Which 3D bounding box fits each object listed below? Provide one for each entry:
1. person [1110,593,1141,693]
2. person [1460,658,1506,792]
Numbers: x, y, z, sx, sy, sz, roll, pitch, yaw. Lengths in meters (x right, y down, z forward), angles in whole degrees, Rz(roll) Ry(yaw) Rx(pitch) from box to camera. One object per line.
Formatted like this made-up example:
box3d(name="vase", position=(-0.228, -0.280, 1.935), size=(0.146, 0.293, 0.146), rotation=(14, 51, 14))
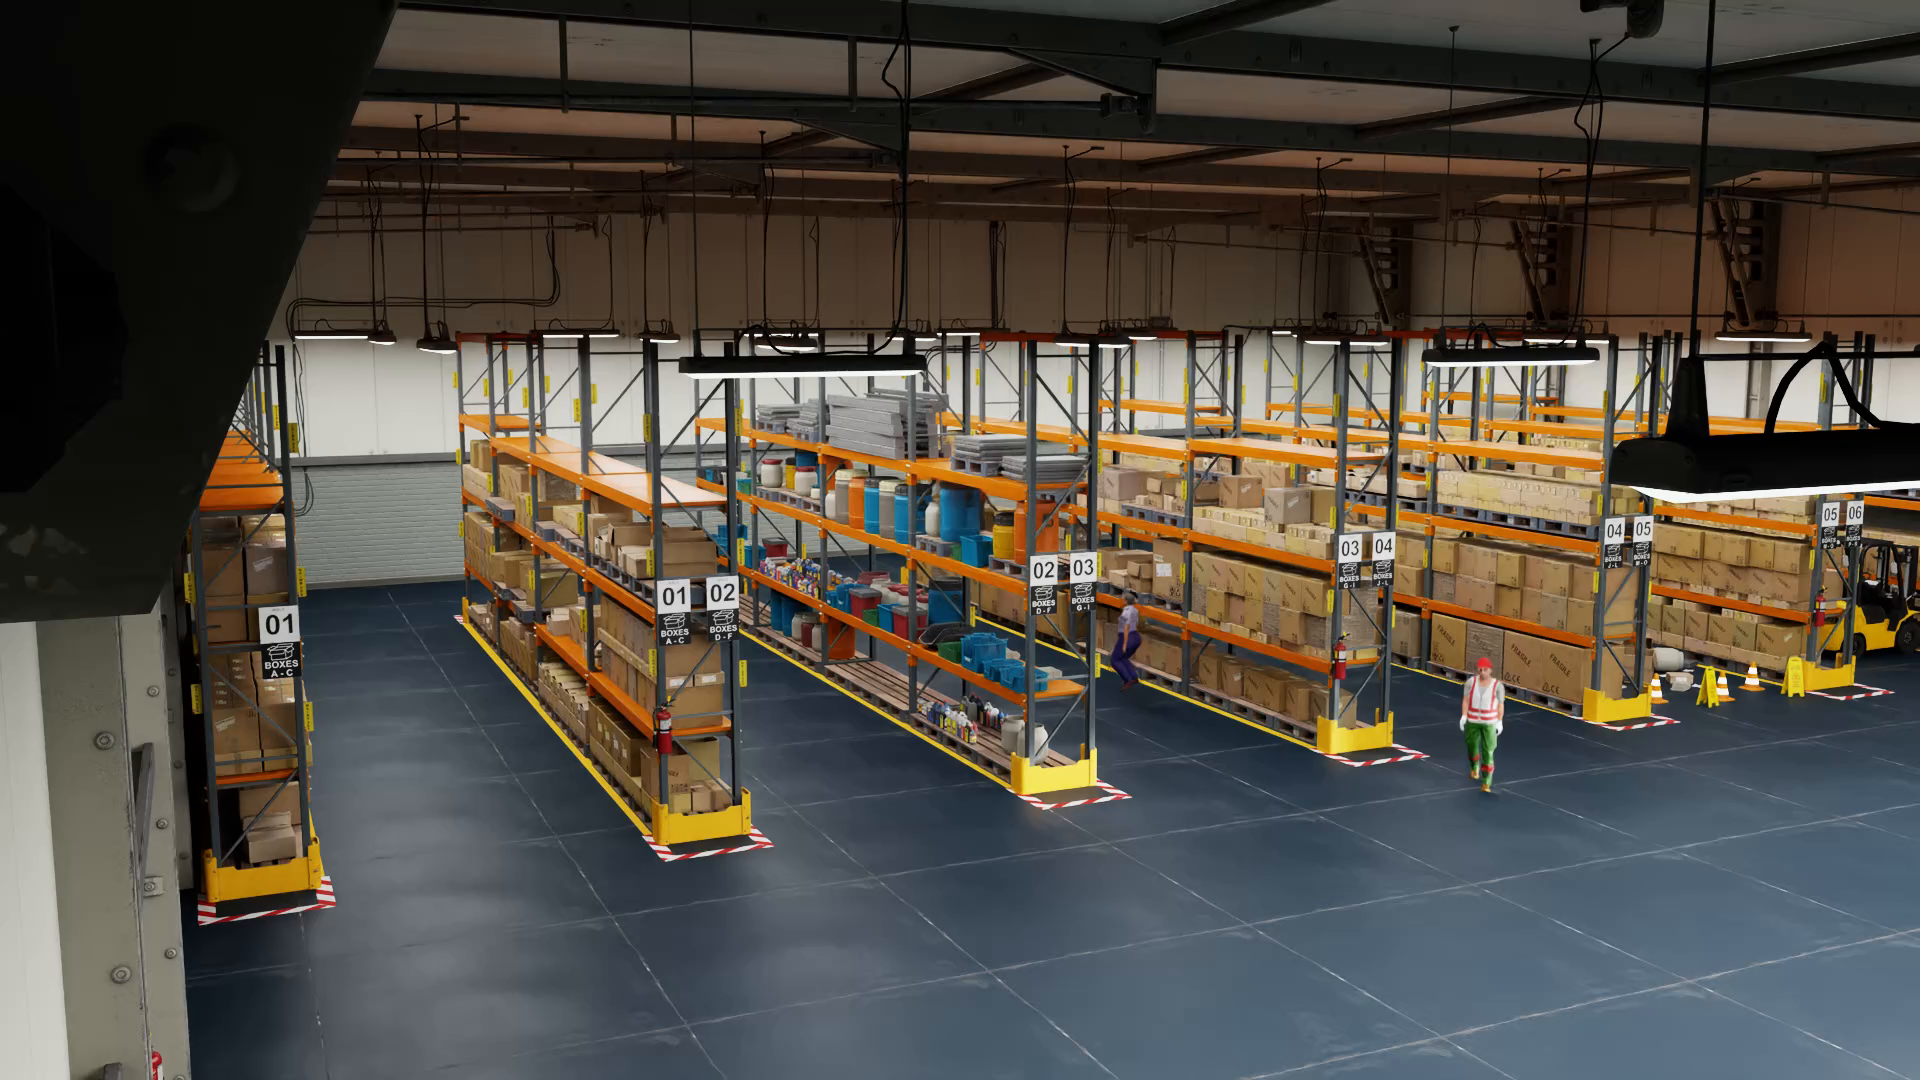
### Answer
box3d(name="person", position=(2.766, 1.678, 27.393), size=(0.471, 1.616, 0.538), rotation=(7, 10, 42))
box3d(name="person", position=(7.041, 2.449, 22.383), size=(0.528, 1.775, 0.862), rotation=(5, 9, 31))
